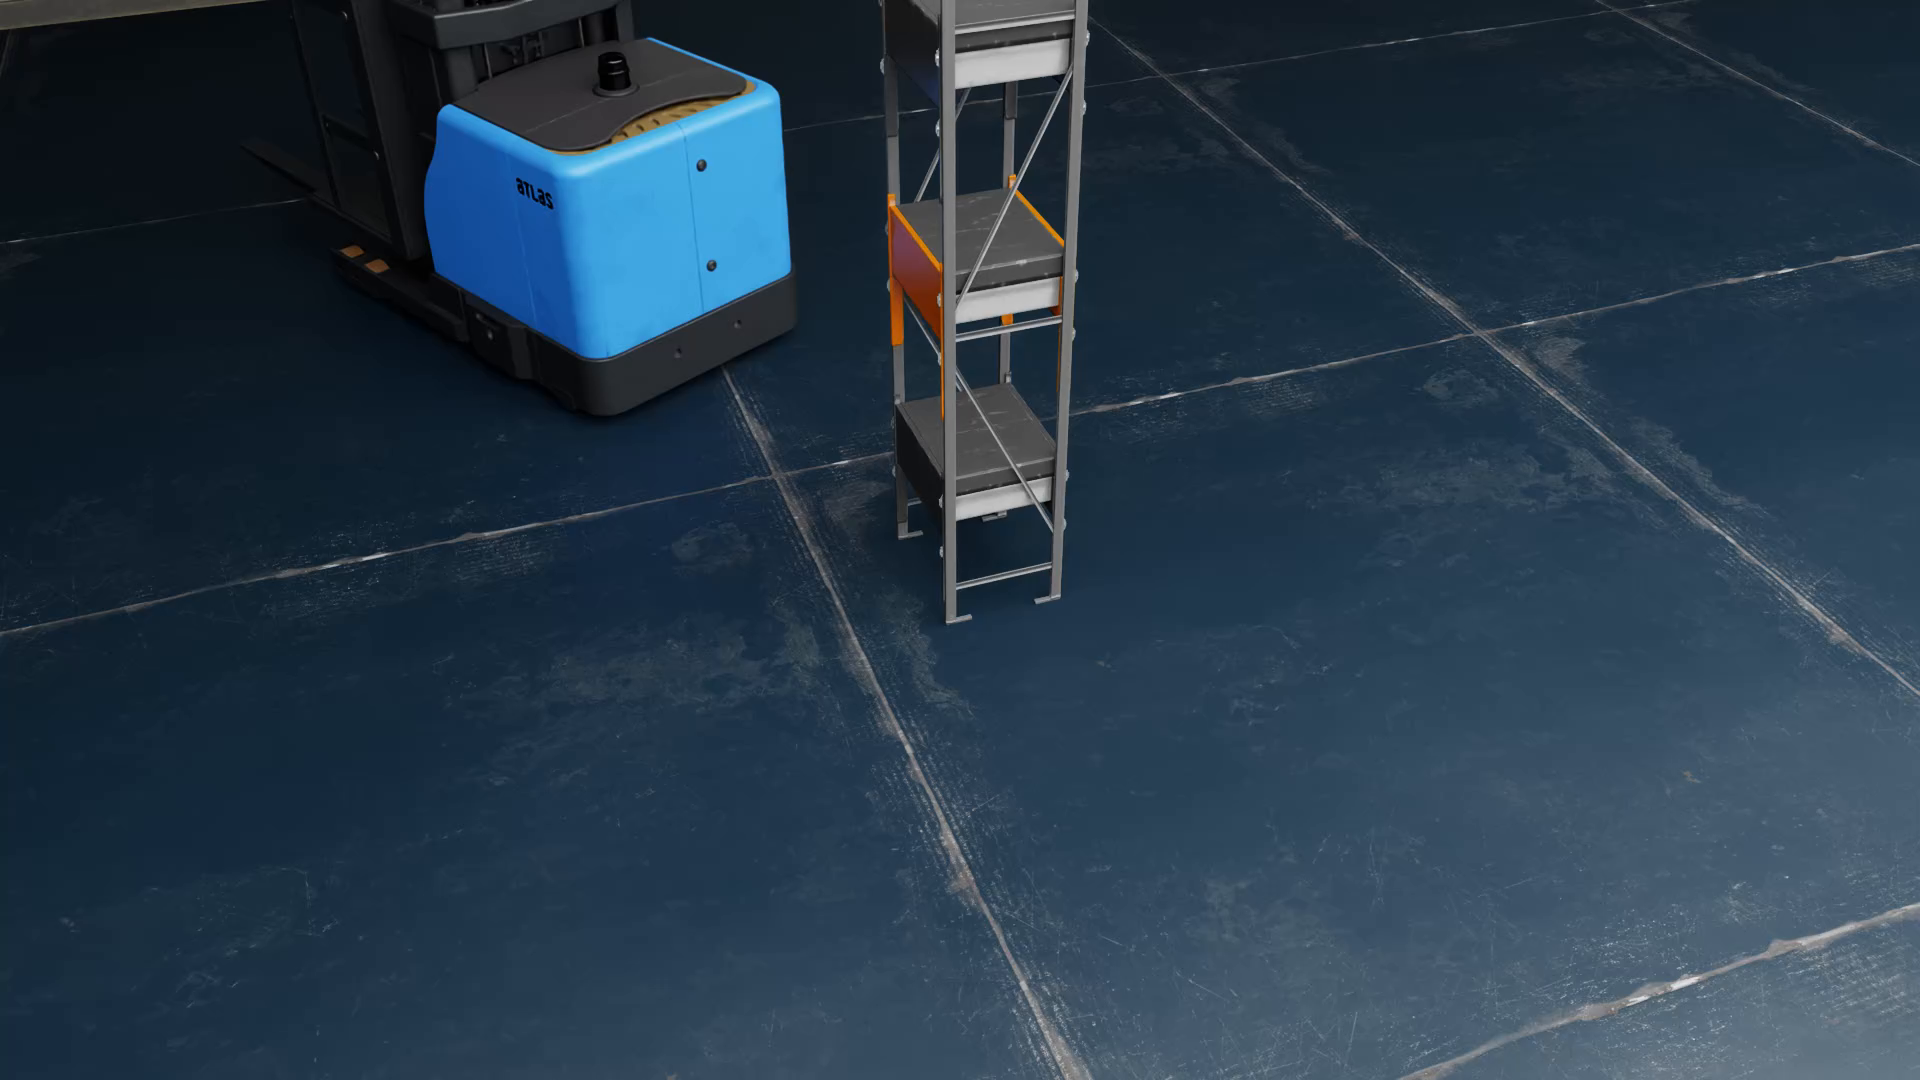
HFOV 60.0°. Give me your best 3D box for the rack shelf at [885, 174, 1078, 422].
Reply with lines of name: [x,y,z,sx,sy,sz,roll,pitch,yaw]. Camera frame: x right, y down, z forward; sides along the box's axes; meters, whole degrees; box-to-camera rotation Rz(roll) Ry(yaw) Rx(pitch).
rack shelf: [0.057,-0.734,5.002,0.431,0.518,0.480,-12,39,-16]

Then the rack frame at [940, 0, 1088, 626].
rack frame: [0.141,-0.607,4.811,0.400,2.100,0.015,-12,39,-16]

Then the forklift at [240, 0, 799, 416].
forklift: [-2.082,-2.404,6.506,3.031,2.935,1.130,29,46,33]

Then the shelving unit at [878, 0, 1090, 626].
shelving unit: [0.057,-0.745,4.994,0.431,2.100,0.503,-12,39,-16]

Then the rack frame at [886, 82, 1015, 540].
rack frame: [-0.027,-0.883,5.177,0.400,2.100,0.015,-12,39,-16]

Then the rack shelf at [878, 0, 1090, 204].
rack shelf: [0.057,-1.293,4.581,0.431,0.518,0.480,-12,39,-16]

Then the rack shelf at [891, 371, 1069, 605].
rack shelf: [0.057,-0.175,5.423,0.431,0.518,0.480,-12,39,-16]
